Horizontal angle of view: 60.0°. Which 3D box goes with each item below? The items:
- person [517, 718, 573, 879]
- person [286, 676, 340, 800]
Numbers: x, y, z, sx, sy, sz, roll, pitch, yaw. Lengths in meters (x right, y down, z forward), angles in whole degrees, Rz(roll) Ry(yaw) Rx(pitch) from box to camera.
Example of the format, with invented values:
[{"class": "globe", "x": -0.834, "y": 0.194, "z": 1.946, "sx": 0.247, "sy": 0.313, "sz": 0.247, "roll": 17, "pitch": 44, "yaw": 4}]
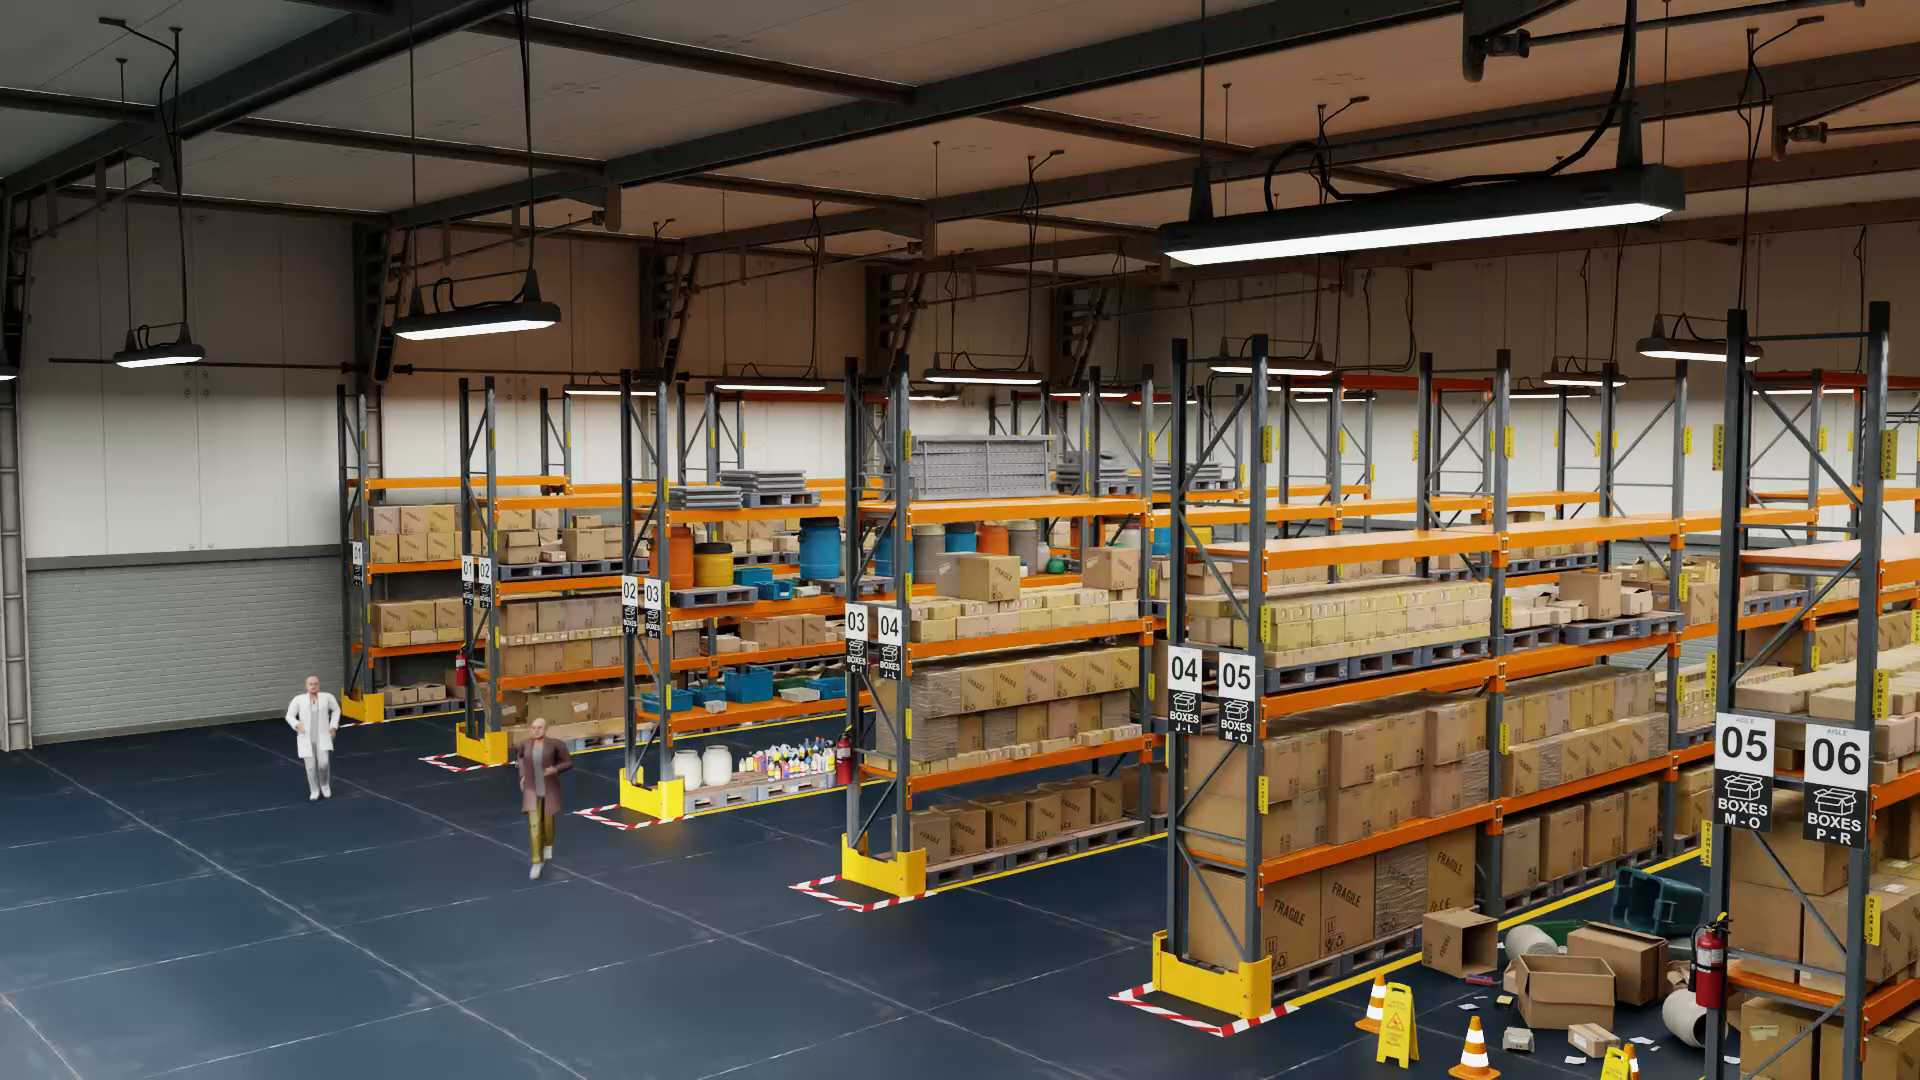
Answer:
[{"class": "person", "x": -4.899, "y": 2.986, "z": 19.596, "sx": 0.686, "sy": 1.803, "sz": 0.988, "roll": 0, "pitch": 4, "yaw": -6}, {"class": "person", "x": -8.999, "y": 2.769, "z": 23.158, "sx": 0.714, "sy": 1.742, "sz": 0.635, "roll": -1, "pitch": 4, "yaw": -21}]
